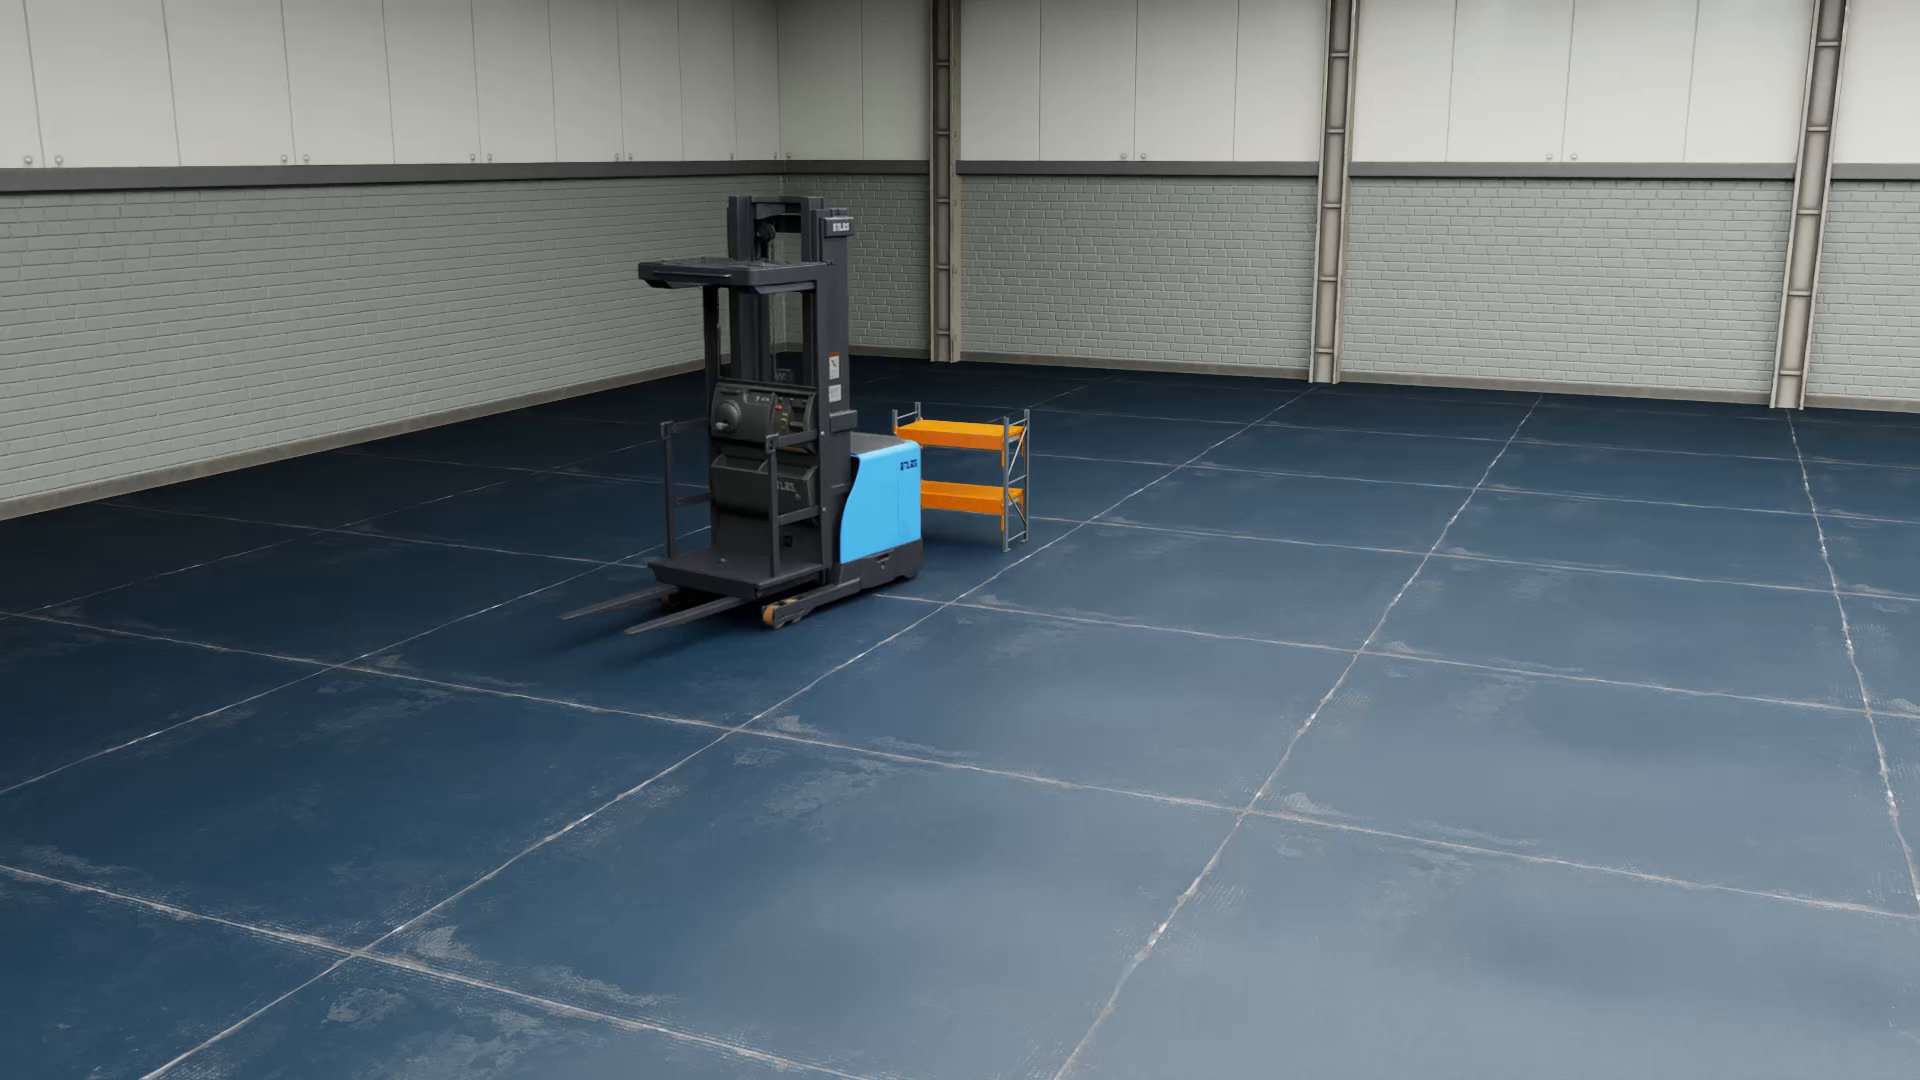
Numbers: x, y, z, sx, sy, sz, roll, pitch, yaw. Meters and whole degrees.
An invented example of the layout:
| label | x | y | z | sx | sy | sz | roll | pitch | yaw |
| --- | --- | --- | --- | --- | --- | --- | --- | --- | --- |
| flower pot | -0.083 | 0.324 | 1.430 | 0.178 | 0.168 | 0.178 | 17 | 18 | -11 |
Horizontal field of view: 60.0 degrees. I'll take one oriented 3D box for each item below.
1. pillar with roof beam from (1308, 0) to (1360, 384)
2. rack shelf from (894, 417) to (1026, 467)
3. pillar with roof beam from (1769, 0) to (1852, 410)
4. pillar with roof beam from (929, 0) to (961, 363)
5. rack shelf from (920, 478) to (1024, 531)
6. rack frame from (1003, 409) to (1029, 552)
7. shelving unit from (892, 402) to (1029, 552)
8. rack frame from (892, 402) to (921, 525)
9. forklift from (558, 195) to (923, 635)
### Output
| label | x | y | z | sx | sy | sz | roll | pitch | yaw |
| --- | --- | --- | --- | --- | --- | --- | --- | --- | --- |
| pillar with roof beam | 3.514 | -5.767 | 19.132 | 0.400 | 9.000 | 9.100 | 6 | 14 | 23 |
| rack shelf | 0.006 | -0.832 | 14.057 | 1.000 | 0.278 | 0.538 | 6 | 14 | 23 |
| pillar with roof beam | 9.000 | -5.212 | 16.766 | 0.400 | 9.000 | 9.100 | 6 | 14 | 23 |
| pillar with roof beam | -1.971 | -6.322 | 21.498 | 0.400 | 9.000 | 9.100 | 6 | 14 | 23 |
| rack shelf | 0.006 | -0.309 | 14.180 | 1.000 | 0.278 | 0.538 | 6 | 14 | 23 |
| rack frame | 0.471 | -0.500 | 13.923 | 0.032 | 1.125 | 0.500 | 6 | 14 | 23 |
| shelving unit | 0.006 | -0.547 | 14.124 | 1.048 | 1.125 | 0.538 | 6 | 14 | 23 |
| rack frame | -0.459 | -0.594 | 14.324 | 0.032 | 1.125 | 0.500 | 6 | 14 | 23 |
| forklift | -1.544 | -0.933 | 11.817 | 1.130 | 2.935 | 3.031 | 9 | 16 | 34 |
